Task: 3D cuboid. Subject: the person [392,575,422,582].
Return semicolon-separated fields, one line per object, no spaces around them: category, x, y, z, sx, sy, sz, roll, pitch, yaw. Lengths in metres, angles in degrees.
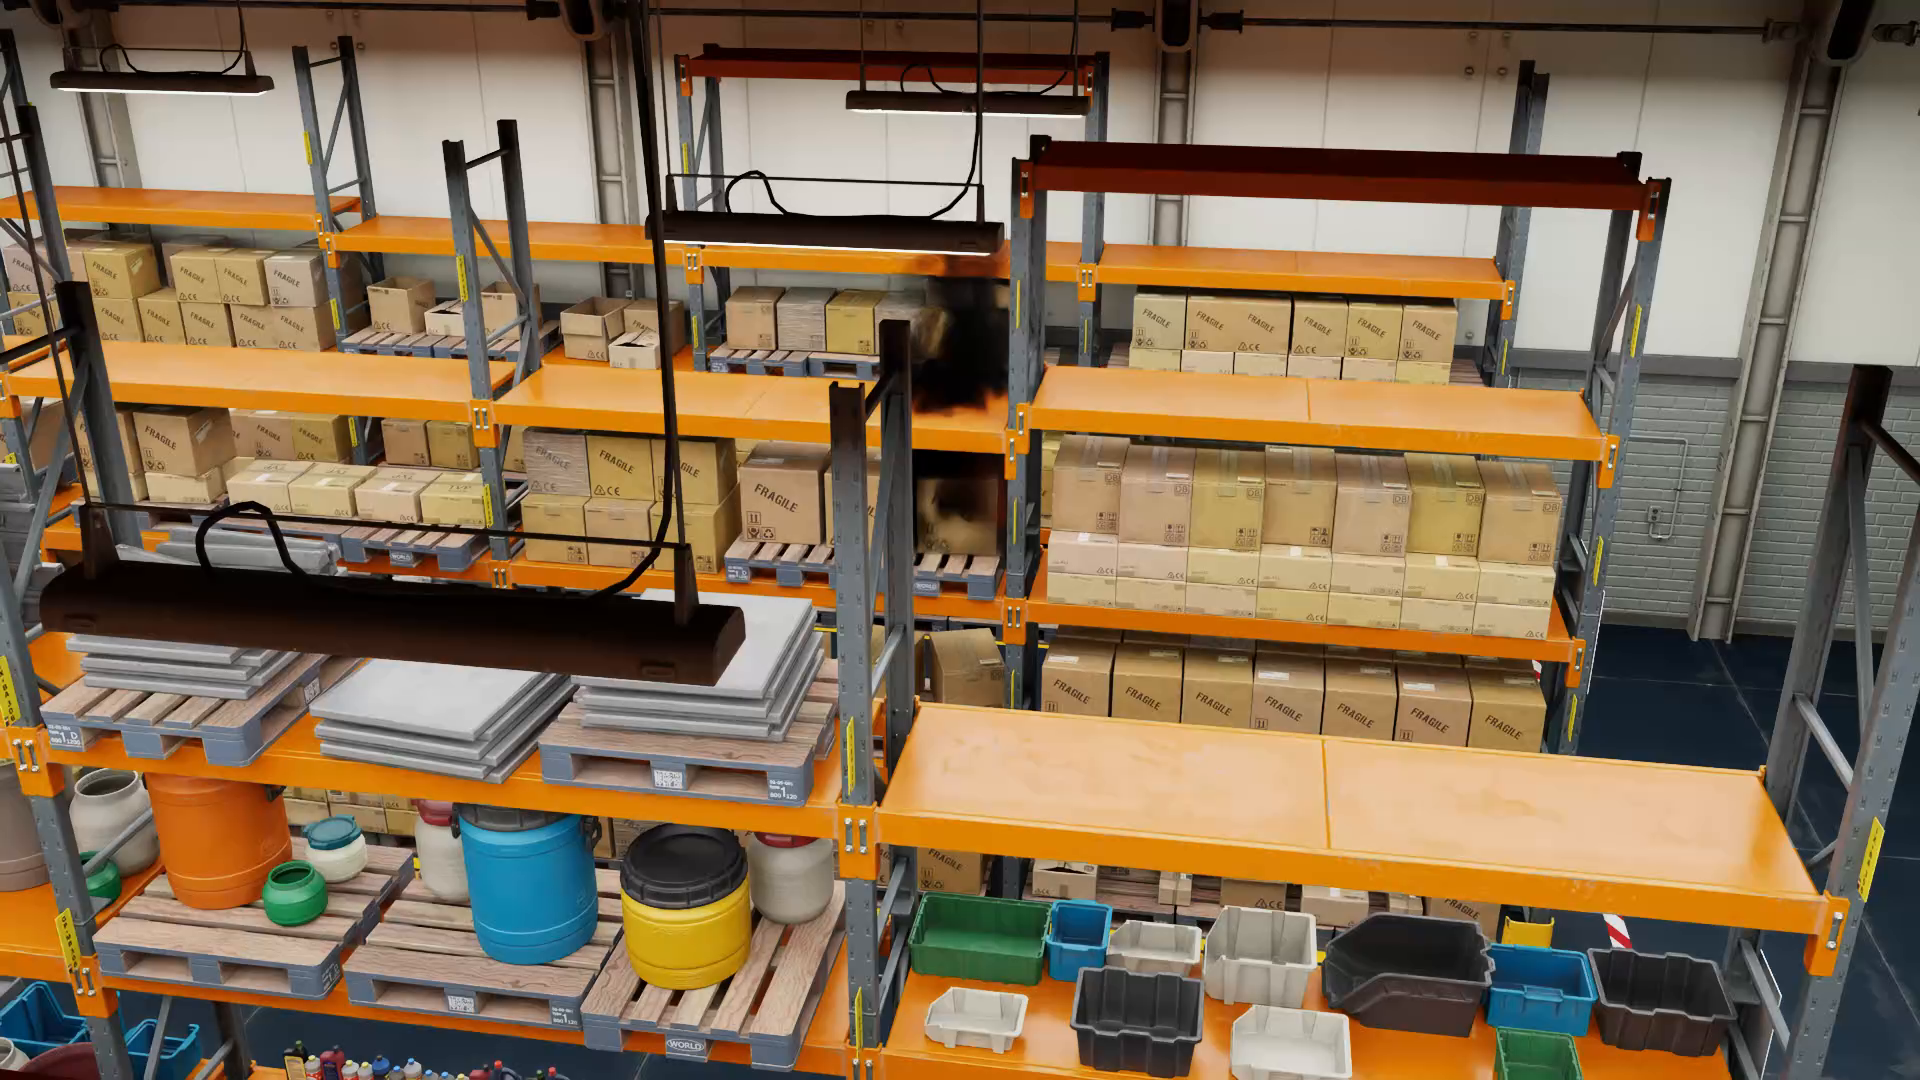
person;-5.161;1.072;15.582;0.589;1.737;0.669;3;23;8
